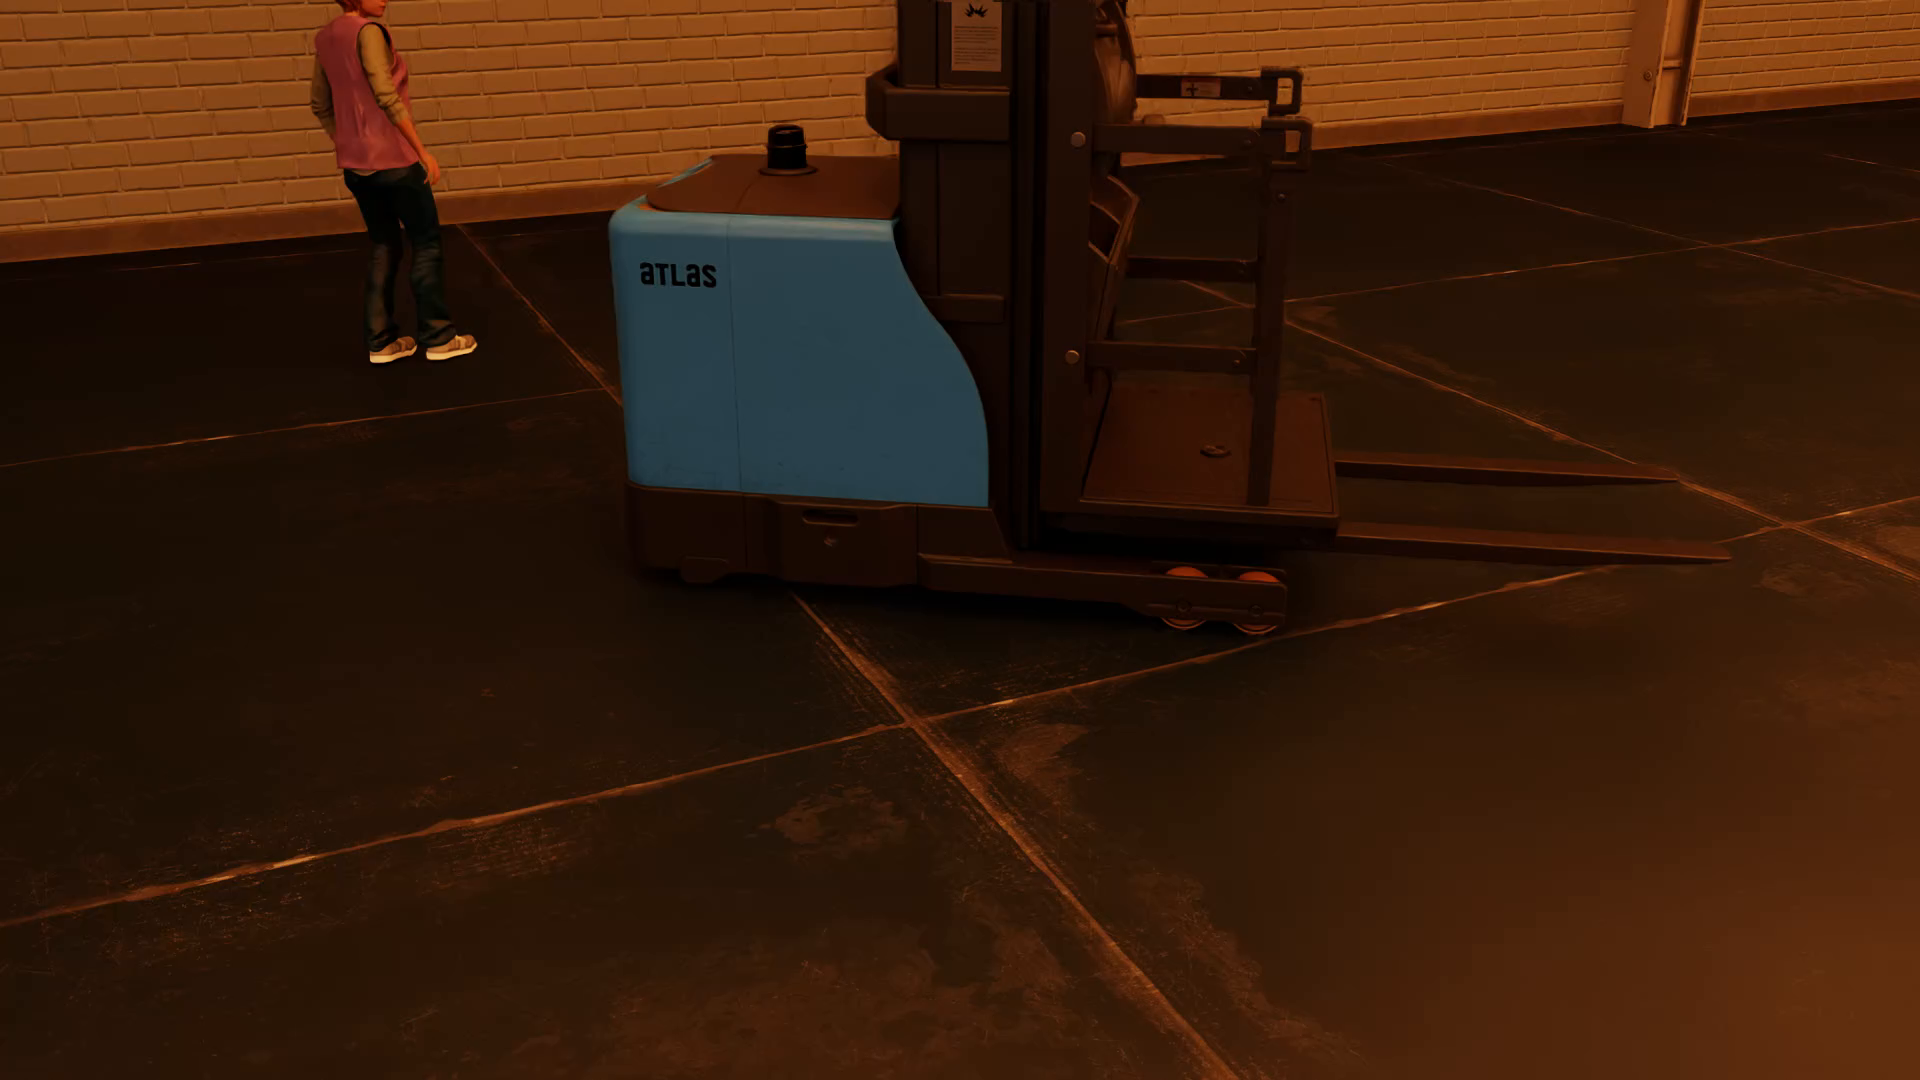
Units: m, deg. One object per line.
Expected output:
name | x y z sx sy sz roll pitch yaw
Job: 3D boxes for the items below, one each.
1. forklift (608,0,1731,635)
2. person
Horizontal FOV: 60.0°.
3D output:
forklift | 0.606 -1.318 4.460 3.031 2.935 1.130 4 23 9
person | -2.278 -1.501 6.658 0.607 1.587 0.440 13 26 29
